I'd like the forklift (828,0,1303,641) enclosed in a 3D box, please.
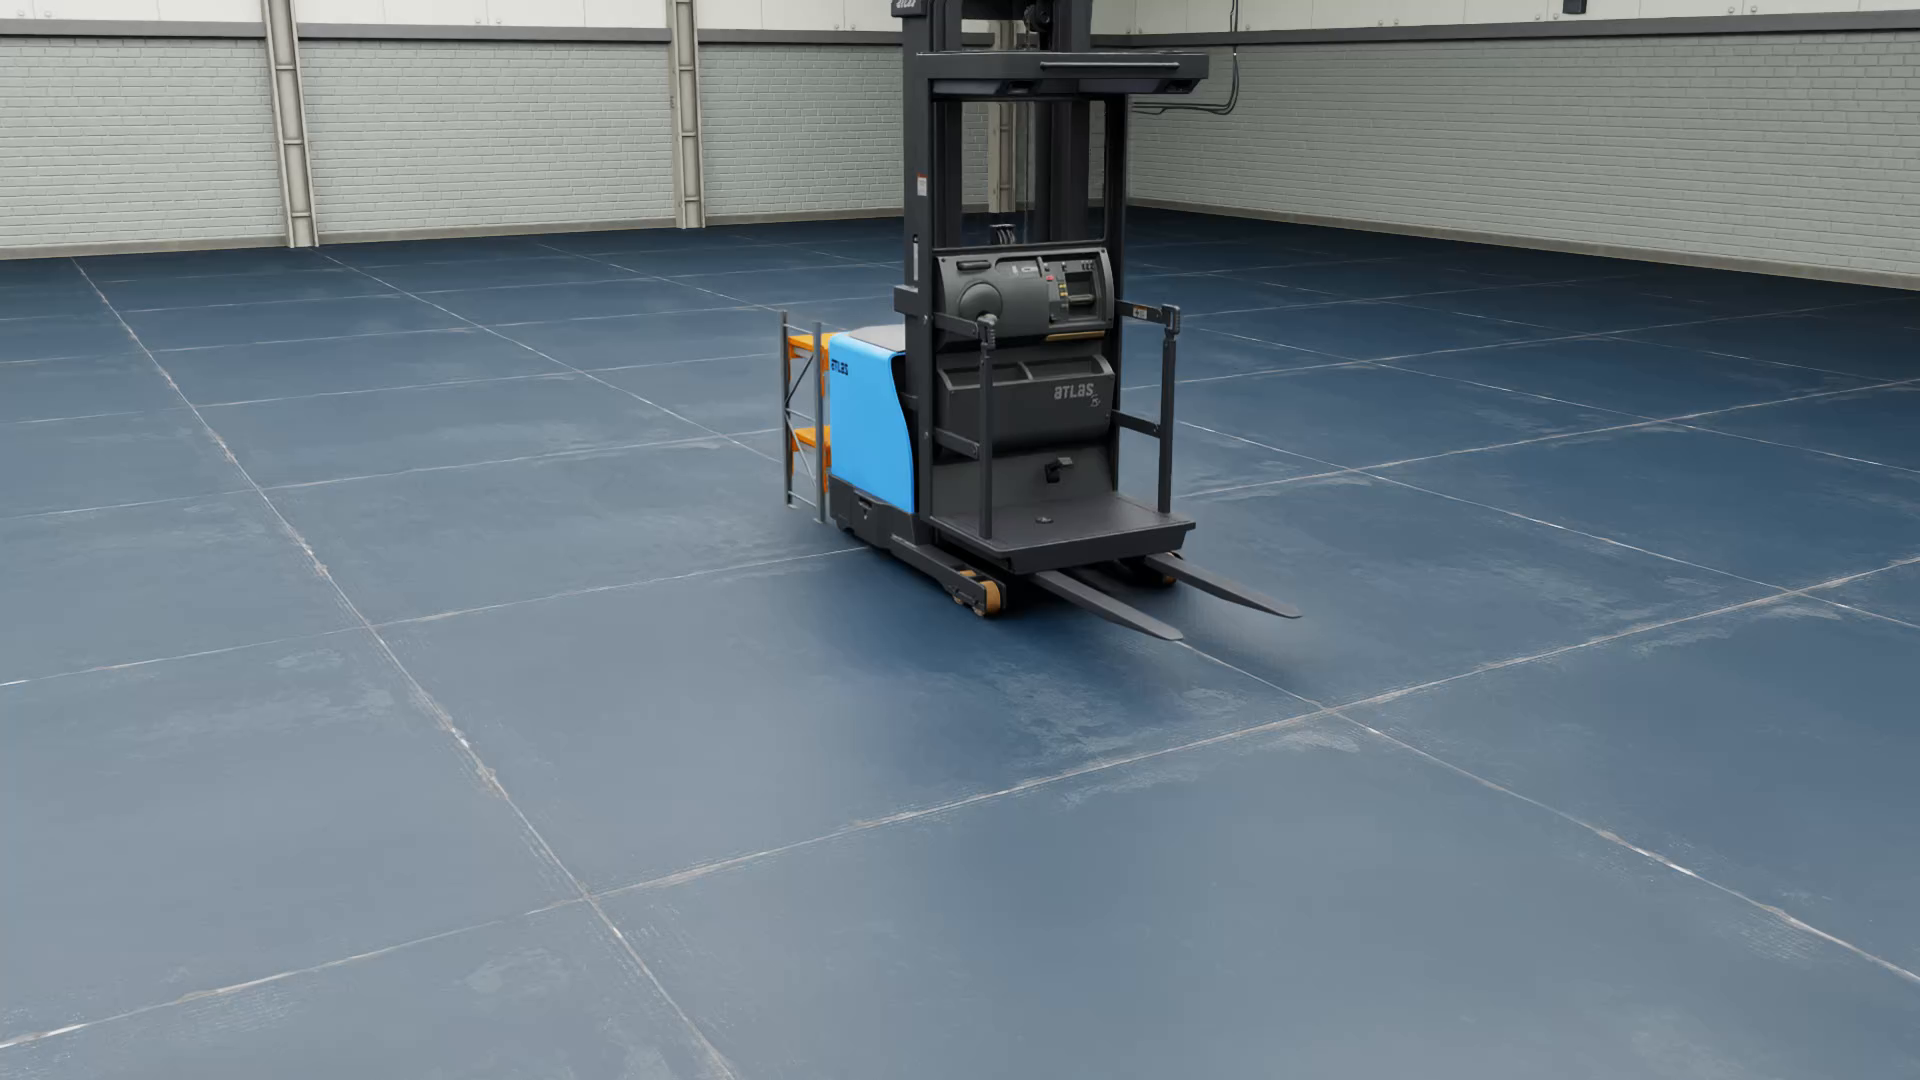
[{"bbox_3d":[0.425,-1.198,7.754,1.130,2.935,3.031,-8,18,-27],"label":"forklift"}]

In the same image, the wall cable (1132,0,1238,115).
[{"bbox_3d":[3.959,-8.874,29.647,0.112,2.526,3.097,-9,18,-30],"label":"wall cable"}]

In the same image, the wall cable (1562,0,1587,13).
[{"bbox_3d":[8.835,-9.808,20.926,0.169,6.003,2.305,-9,18,-30],"label":"wall cable"}]

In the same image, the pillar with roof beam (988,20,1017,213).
[{"bbox_3d":[2.970,-9.269,25.305,0.400,9.000,9.100,-9,18,-30],"label":"pillar with roof beam"}]

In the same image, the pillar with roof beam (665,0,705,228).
[{"bbox_3d":[-2.173,-8.435,22.330,0.400,9.000,9.100,-9,18,-30],"label":"pillar with roof beam"}]

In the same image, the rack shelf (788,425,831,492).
[{"bbox_3d":[-0.439,-0.522,9.595,1.000,0.278,0.538,-9,18,-28],"label":"rack shelf"}]

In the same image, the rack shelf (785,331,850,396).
[{"bbox_3d":[-0.439,-1.039,9.450,1.000,0.278,0.538,-9,18,-28],"label":"rack shelf"}]

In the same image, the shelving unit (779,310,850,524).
[{"bbox_3d":[-0.439,-0.758,9.529,1.048,1.125,0.538,-9,18,-28],"label":"shelving unit"}]

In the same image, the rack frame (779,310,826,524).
[{"bbox_3d":[-0.882,-0.690,9.288,0.032,1.125,0.500,-9,18,-28],"label":"rack frame"}]

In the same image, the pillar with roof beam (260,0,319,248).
[{"bbox_3d":[-7.316,-7.601,19.355,0.400,9.000,9.100,-9,18,-30],"label":"pillar with roof beam"}]
